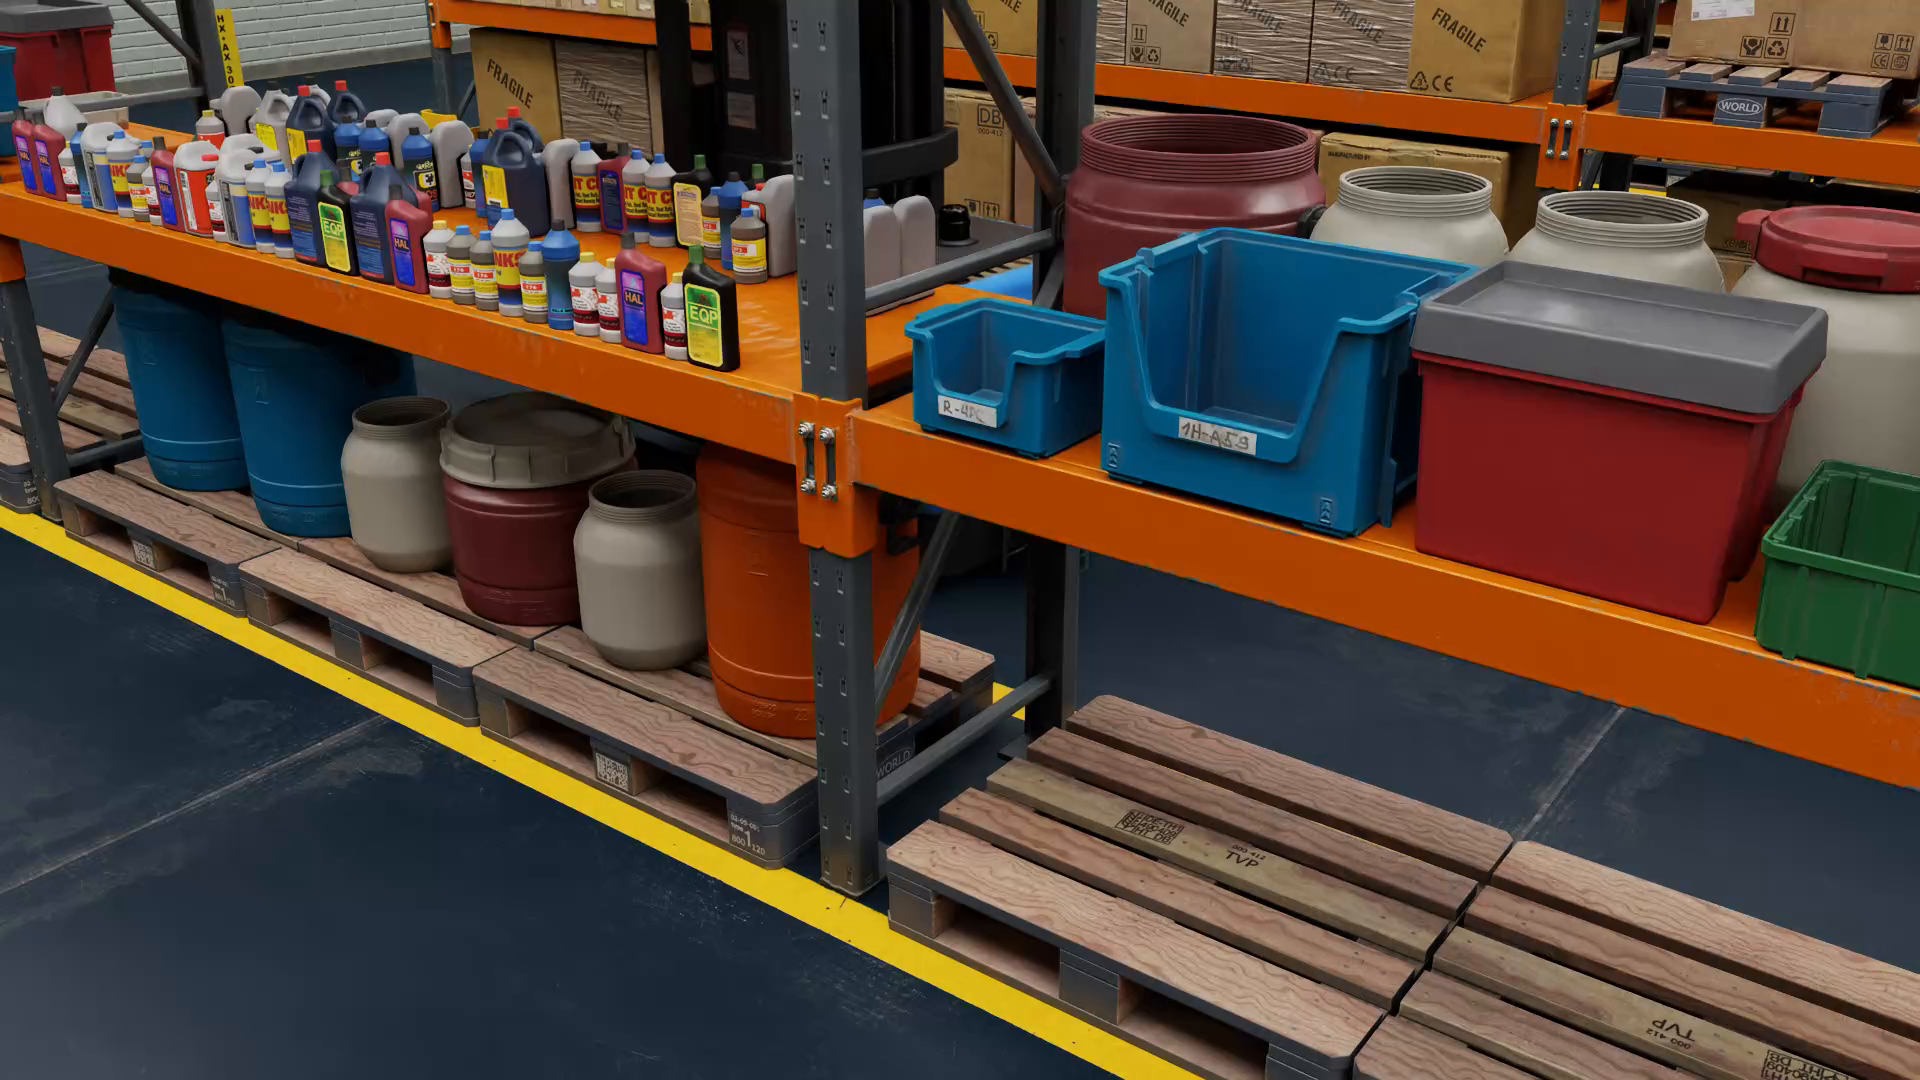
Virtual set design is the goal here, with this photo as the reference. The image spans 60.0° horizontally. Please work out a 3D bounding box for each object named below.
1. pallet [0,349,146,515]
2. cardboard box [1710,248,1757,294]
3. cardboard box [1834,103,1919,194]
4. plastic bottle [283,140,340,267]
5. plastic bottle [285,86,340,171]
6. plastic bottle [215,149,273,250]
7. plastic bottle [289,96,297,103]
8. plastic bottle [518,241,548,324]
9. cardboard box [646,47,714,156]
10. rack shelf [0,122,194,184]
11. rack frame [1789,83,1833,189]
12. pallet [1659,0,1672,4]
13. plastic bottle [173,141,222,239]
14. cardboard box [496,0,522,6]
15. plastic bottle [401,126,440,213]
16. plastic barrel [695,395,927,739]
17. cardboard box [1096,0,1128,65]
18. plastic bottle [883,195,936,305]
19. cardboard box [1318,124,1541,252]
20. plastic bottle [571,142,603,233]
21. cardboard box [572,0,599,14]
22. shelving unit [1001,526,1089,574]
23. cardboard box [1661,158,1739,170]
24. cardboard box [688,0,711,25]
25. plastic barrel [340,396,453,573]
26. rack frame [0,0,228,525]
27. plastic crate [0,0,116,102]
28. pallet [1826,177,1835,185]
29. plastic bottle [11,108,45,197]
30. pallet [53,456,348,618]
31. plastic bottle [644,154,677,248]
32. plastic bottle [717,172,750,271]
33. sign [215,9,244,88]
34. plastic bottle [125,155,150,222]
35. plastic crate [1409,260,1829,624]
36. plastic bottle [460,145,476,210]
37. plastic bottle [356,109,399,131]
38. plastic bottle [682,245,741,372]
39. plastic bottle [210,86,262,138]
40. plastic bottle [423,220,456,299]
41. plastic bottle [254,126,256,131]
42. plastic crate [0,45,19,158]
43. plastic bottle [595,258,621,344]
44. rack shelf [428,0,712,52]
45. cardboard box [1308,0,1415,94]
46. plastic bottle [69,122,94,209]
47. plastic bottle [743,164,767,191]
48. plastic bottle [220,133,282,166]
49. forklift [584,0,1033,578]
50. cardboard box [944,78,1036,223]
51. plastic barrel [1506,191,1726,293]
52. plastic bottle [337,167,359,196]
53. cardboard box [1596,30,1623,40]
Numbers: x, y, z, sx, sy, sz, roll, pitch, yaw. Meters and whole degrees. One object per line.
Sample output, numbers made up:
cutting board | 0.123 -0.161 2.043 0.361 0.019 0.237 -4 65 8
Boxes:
pallet | -3.820 -0.496 7.114 1.213 0.211 1.003 17 29 33
cardboard box | 3.511 -1.139 7.670 0.500 0.500 0.700 15 28 31
cardboard box | 6.452 -2.800 11.153 0.750 0.750 1.050 16 29 33
plastic bottle | -1.859 -0.982 4.820 0.185 0.351 0.144 17 29 33
plastic bottle | -2.215 -1.376 5.714 0.185 0.351 0.144 17 29 33
plastic bottle | -2.140 -1.035 5.033 0.135 0.276 0.152 17 29 33
plastic bottle | -2.407 -1.471 6.021 0.135 0.276 0.152 17 29 33
plastic bottle | -1.087 -0.669 4.294 0.097 0.201 0.097 0 24 0
cardboard box | -1.438 -2.828 11.062 0.875 0.875 0.875 17 29 33
rack shelf | -4.809 -1.761 7.419 4.000 0.370 1.077 17 29 33
rack frame | 6.018 -3.813 11.184 0.127 3.000 1.000 17 29 33
pallet | 5.384 -3.863 11.536 1.003 0.211 1.213 17 29 33
plastic bottle | -2.326 -1.091 5.160 0.135 0.276 0.152 17 29 33
cardboard box | -2.941 -3.741 11.333 0.250 0.149 0.380 16 28 32
plastic bottle | -1.770 -1.213 5.443 0.097 0.271 0.097 0 24 0
plastic barrel | -0.409 0.049 4.590 0.708 0.830 0.600 17 29 33
cardboard box | 0.783 -2.816 8.797 0.500 0.500 0.500 16 28 32
plastic bottle | -0.160 -0.792 4.480 0.135 0.276 0.152 17 29 33
cardboard box | 2.423 -1.631 8.346 0.875 0.875 1.225 15 28 31
plastic bottle | -1.161 -1.106 5.199 0.097 0.271 0.097 0 24 0
cardboard box | -2.322 -3.555 10.909 0.250 0.149 0.380 16 29 33
shelving unit | 0.306 -0.300 5.814 0.210 0.900 0.258 20 30 37
cardboard box | 5.335 -2.936 11.774 0.500 0.500 0.500 17 29 33
cardboard box | -1.502 -3.307 10.346 0.250 0.149 0.380 17 29 34
plastic barrel | -1.819 -0.187 5.518 0.421 0.512 0.421 0 24 0
rack frame | -3.208 -1.607 6.176 0.127 3.000 1.000 17 29 33
plastic crate | -3.773 -1.960 6.825 0.583 0.464 0.402 17 29 33
pallet | 6.604 -2.322 11.259 1.213 0.211 1.003 17 29 33
plastic bottle | -3.171 -1.327 5.686 0.133 0.283 0.061 17 29 33
pallet | -2.616 -0.131 6.285 1.213 0.211 1.003 17 29 33
plastic bottle | -0.898 -1.026 5.019 0.097 0.271 0.097 0 24 0
plastic bottle | -0.643 -0.919 4.774 0.097 0.271 0.097 0 24 0
sign | -2.877 -1.910 6.522 0.005 0.325 0.100 17 29 33
plastic bottle | -2.620 -1.132 5.346 0.097 0.201 0.097 0 24 0
plastic crate | 1.102 -0.179 2.857 0.583 0.464 0.402 17 29 33
plastic bottle | -1.601 -1.207 5.515 0.097 0.201 0.097 0 24 0
plastic bottle | -2.003 -1.349 5.745 0.135 0.276 0.152 17 29 33
plastic bottle | -0.587 -0.546 3.914 0.133 0.283 0.061 17 29 33
plastic bottle | -2.699 -1.559 6.222 0.135 0.276 0.152 17 29 33
plastic bottle | -1.399 -0.763 4.508 0.097 0.201 0.097 0 24 0
plastic bottle | -2.520 -1.454 6.076 0.097 0.201 0.097 0 24 0
plastic crate | -3.787 -1.630 6.174 0.575 0.384 0.392 17 29 33
plastic bottle | -0.853 -0.598 4.134 0.097 0.201 0.097 0 24 0
rack shelf | -1.838 -3.359 11.046 4.000 0.370 1.077 17 29 33
cardboard box | 2.024 -2.445 7.955 0.500 0.500 0.500 17 29 33
plastic bottle | -2.883 -1.244 5.512 0.097 0.271 0.097 0 24 0
plastic bottle | -0.610 -0.954 4.840 0.133 0.283 0.061 17 29 33
plastic bottle | -2.234 -1.140 5.272 0.135 0.276 0.152 17 29 33
forklift | -0.859 -1.688 6.446 3.031 2.935 1.130 20 30 37
cardboard box | 0.286 -2.276 9.810 0.875 0.875 1.225 17 29 33
plastic barrel | 1.281 -0.409 3.319 0.421 0.512 0.421 0 24 0
plastic bottle | -1.720 -0.919 4.761 0.133 0.283 0.061 17 29 33
cardboard box | 4.818 -3.696 12.568 0.500 0.250 0.500 17 29 34
